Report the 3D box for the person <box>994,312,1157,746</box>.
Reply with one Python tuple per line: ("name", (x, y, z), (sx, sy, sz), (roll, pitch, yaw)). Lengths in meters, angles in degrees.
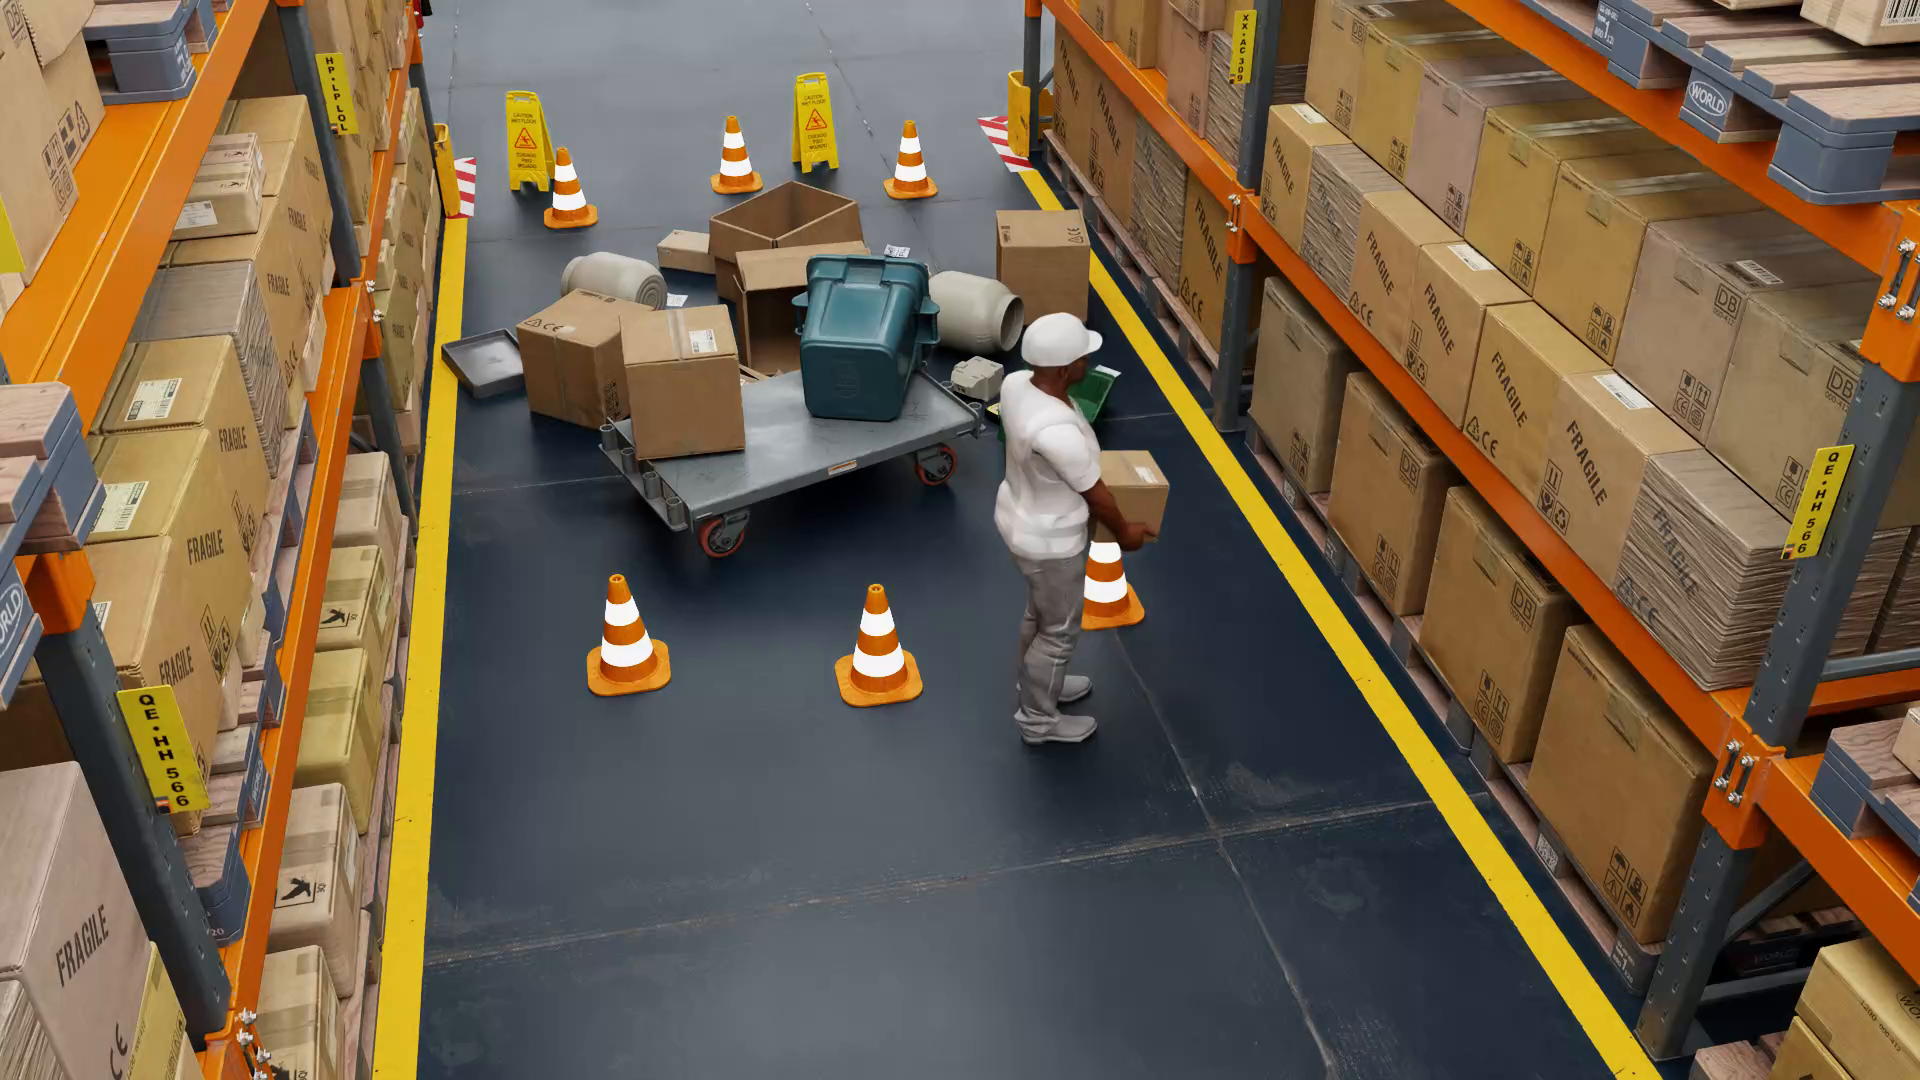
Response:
("person", (0.418, -0.048, 6.194), (0.563, 1.763, 0.505), (-8, 35, -11))
